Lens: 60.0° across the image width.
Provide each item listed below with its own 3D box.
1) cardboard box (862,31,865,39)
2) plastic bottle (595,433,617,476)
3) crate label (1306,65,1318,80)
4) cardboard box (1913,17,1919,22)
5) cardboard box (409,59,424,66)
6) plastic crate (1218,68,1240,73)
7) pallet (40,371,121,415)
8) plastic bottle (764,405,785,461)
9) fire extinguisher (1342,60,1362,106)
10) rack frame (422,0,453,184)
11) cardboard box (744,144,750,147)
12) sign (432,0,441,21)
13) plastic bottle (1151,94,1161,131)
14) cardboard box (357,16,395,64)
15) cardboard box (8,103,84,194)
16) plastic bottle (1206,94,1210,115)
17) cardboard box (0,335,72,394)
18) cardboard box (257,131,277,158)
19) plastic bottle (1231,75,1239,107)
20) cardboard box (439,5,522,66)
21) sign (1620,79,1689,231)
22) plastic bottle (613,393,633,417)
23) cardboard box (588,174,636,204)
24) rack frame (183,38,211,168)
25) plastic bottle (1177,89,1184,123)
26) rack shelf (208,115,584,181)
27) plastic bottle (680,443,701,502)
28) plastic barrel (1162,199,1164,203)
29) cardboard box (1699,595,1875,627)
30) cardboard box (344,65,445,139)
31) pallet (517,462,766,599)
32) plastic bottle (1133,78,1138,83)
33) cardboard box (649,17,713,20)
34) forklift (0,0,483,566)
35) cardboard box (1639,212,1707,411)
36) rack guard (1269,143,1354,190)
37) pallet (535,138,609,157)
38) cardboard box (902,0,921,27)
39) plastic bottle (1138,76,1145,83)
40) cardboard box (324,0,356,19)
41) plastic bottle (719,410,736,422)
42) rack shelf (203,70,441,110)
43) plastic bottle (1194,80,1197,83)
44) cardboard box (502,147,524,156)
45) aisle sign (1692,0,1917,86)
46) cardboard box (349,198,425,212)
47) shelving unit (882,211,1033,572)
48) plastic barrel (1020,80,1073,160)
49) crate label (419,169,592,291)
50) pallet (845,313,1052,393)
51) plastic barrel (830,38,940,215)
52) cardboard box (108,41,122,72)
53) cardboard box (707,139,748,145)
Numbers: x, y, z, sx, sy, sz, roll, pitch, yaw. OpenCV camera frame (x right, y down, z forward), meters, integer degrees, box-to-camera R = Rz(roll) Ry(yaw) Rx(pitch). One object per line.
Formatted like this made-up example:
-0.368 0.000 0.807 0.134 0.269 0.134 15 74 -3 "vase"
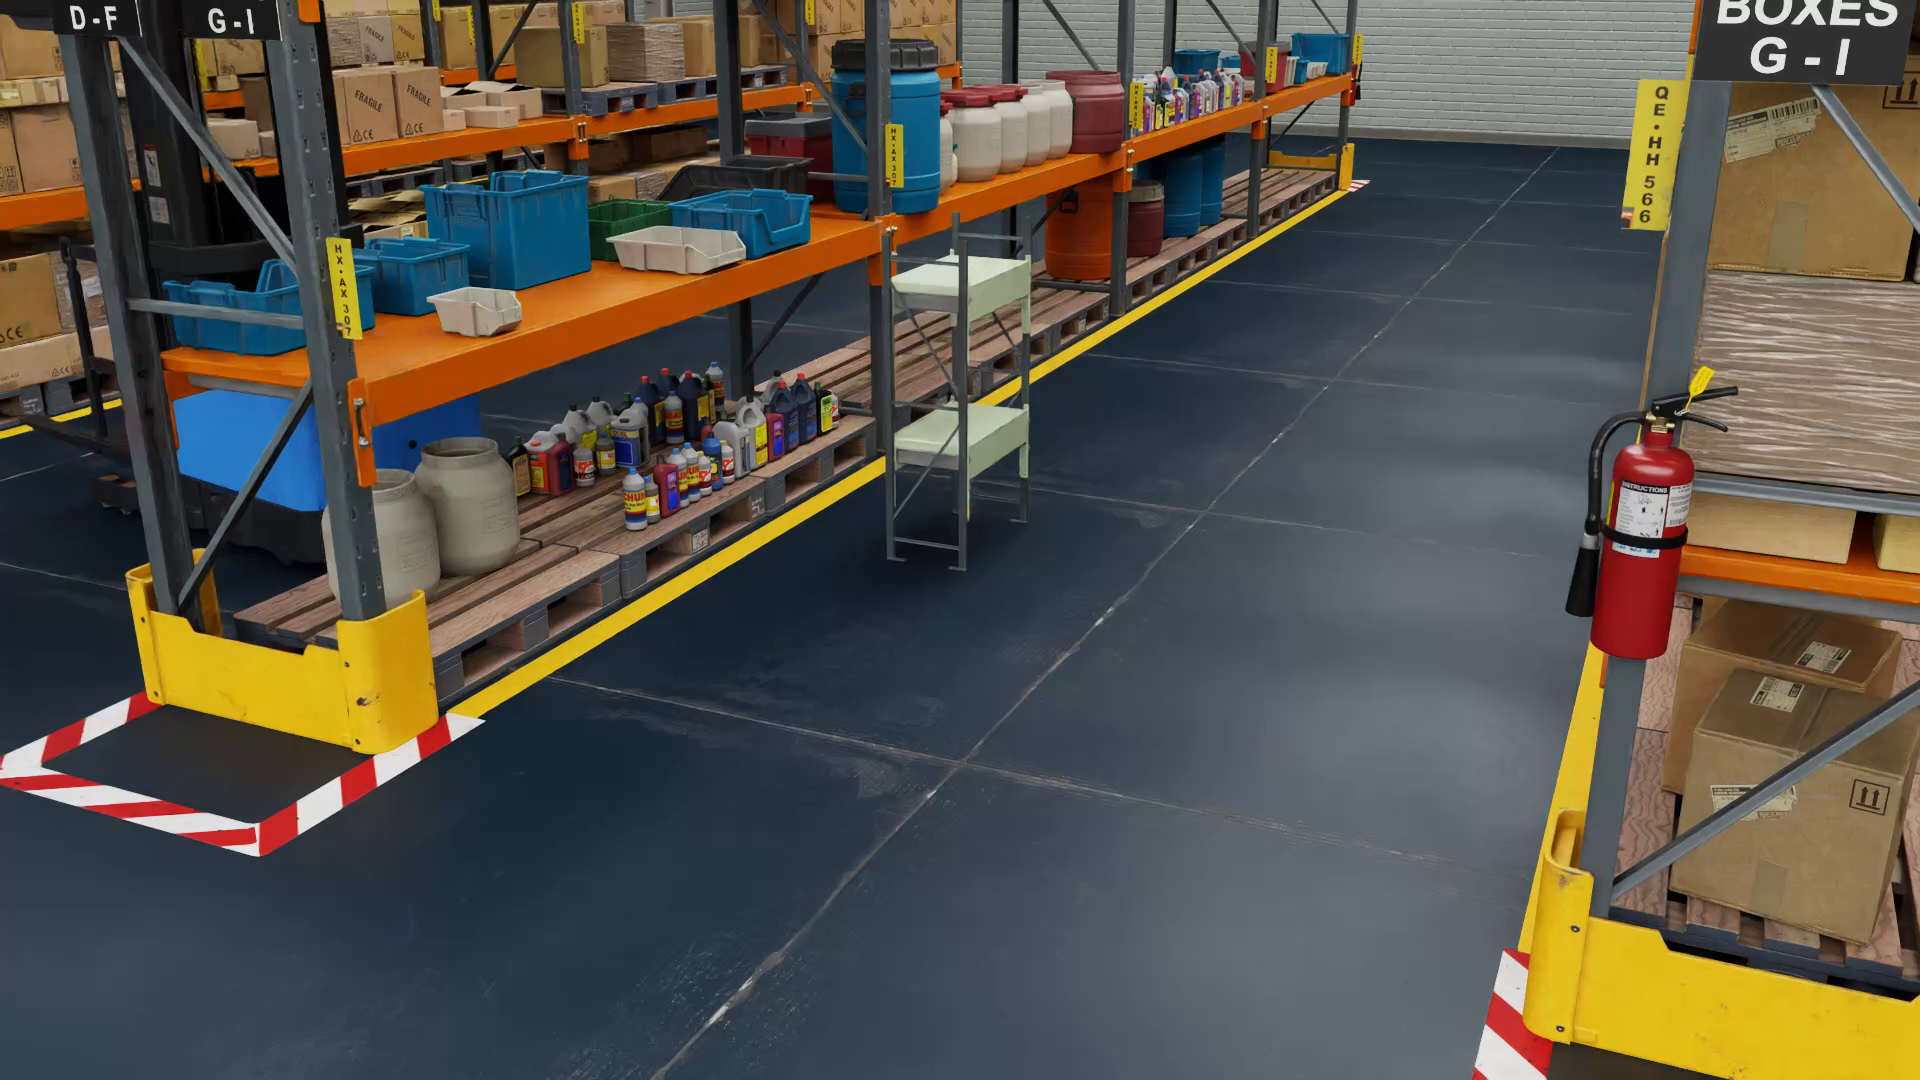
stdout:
-1.214 -5.579 19.031 0.500 0.500 0.500 8 21 22 "cardboard box"
-1.752 -0.429 8.218 0.097 0.201 0.097 0 20 0 "plastic bottle"
3.678 -5.101 18.139 0.396 0.136 0.243 9 21 23 "crate label"
3.332 -1.475 5.556 0.500 0.500 0.500 9 21 23 "cardboard box"
-6.486 -5.532 19.391 0.380 0.149 0.250 9 21 23 "cardboard box"
2.871 -4.901 17.577 0.293 0.136 0.466 9 21 23 "plastic crate"
-5.725 -1.107 10.767 1.003 0.211 1.213 9 21 23 "pallet"
-0.952 -0.555 8.449 0.061 0.283 0.133 10 22 26 "plastic bottle"
4.546 -5.418 19.398 0.296 0.674 0.183 9 21 23 "fire extinguisher"
-6.606 -5.783 19.752 1.000 3.000 0.127 9 21 23 "rack frame"
-2.026 -3.943 17.655 0.500 0.500 0.500 8 21 22 "cardboard box"
-6.107 -6.219 19.371 0.100 0.325 0.005 9 21 23 "sign"
1.552 -3.410 13.254 0.061 0.283 0.133 9 21 23 "plastic bottle"
-6.765 -5.646 18.746 0.500 0.500 0.500 9 21 23 "cardboard box"
-5.747 -2.407 10.111 0.700 0.500 0.500 8 21 22 "cardboard box"
2.132 -3.819 14.526 0.097 0.201 0.097 0 20 0 "plastic bottle"
-5.757 -1.083 10.014 0.500 0.250 0.500 9 21 23 "cardboard box"
-4.812 -2.783 11.693 0.380 0.149 0.250 9 21 23 "cardboard box"
2.512 -4.127 15.270 0.061 0.283 0.133 9 21 23 "plastic bottle"
-6.065 -6.310 20.787 0.980 0.700 0.700 8 21 21 "cardboard box"
1.539 -0.852 3.689 0.100 0.325 0.005 9 21 23 "sign"
-1.736 -0.613 8.613 0.061 0.283 0.133 10 22 25 "plastic bottle"
-3.276 -3.011 15.032 0.500 0.500 0.500 10 22 25 "cardboard box"
-5.361 -2.659 10.968 1.000 3.000 0.127 9 21 23 "rack frame"
1.812 -3.613 13.842 0.097 0.271 0.097 0 20 0 "plastic bottle"
-4.542 -2.931 12.807 1.077 0.370 4.000 9 21 23 "rack shelf"
-1.274 -0.324 7.817 0.097 0.271 0.097 0 20 0 "plastic bottle"
1.591 -2.908 14.756 0.421 0.512 0.421 0 20 0 "plastic barrel"
2.795 0.340 5.641 0.500 0.500 0.500 11 22 28 "cardboard box"
-4.396 -3.413 12.941 0.500 0.500 0.500 7 21 20 "cardboard box"
-1.655 -0.090 7.907 1.003 0.211 1.213 9 21 23 "pallet"
1.516 -3.993 14.904 0.152 0.276 0.135 9 21 23 "plastic bottle"
-2.707 -5.016 16.821 0.700 0.500 0.500 12 23 31 "cardboard box"
-3.791 -1.636 8.194 3.031 2.935 1.130 14 24 34 "forklift"
2.382 -0.596 4.576 0.875 0.500 0.500 9 21 23 "cardboard box"
4.068 -4.477 19.813 1.175 0.500 0.348 9 21 23 "rack guard"
-5.224 -5.436 22.940 1.003 0.211 1.213 9 21 23 "pallet"
-0.793 -6.358 19.728 0.500 0.500 0.500 9 22 24 "cardboard box"
1.673 -4.130 15.297 0.097 0.271 0.097 0 20 0 "plastic bottle"
-6.991 -5.844 18.182 0.500 0.250 0.500 9 21 24 "cardboard box"
-1.160 -0.518 8.345 0.061 0.283 0.133 9 21 23 "plastic bottle"
-7.425 -4.832 18.154 1.077 0.370 4.000 9 21 23 "rack shelf"
2.088 -3.943 14.773 0.097 0.271 0.097 0 20 0 "plastic bottle"
-5.998 -5.170 21.135 0.700 0.500 0.500 8 21 22 "cardboard box"
1.738 -1.322 3.331 0.394 0.787 0.004 9 21 23 "aisle sign"
-4.624 -2.611 13.473 0.500 0.311 0.500 8 21 21 "cardboard box"
-0.003 -0.705 7.712 0.431 1.500 0.755 9 21 23 "shelving unit"
0.568 -2.909 11.506 0.421 0.512 0.421 0 20 0 "plastic barrel"
-1.975 -1.371 7.296 0.502 0.435 0.616 9 21 23 "crate label"
-0.060 -1.284 11.263 1.003 0.211 1.213 9 21 23 "pallet"
-0.409 -2.290 9.185 0.600 0.901 0.708 9 21 23 "plastic barrel"
-5.537 -3.180 10.350 0.700 0.500 0.500 9 21 23 "cardboard box"
-2.506 -4.019 17.868 0.500 0.500 0.500 8 21 20 "cardboard box"
